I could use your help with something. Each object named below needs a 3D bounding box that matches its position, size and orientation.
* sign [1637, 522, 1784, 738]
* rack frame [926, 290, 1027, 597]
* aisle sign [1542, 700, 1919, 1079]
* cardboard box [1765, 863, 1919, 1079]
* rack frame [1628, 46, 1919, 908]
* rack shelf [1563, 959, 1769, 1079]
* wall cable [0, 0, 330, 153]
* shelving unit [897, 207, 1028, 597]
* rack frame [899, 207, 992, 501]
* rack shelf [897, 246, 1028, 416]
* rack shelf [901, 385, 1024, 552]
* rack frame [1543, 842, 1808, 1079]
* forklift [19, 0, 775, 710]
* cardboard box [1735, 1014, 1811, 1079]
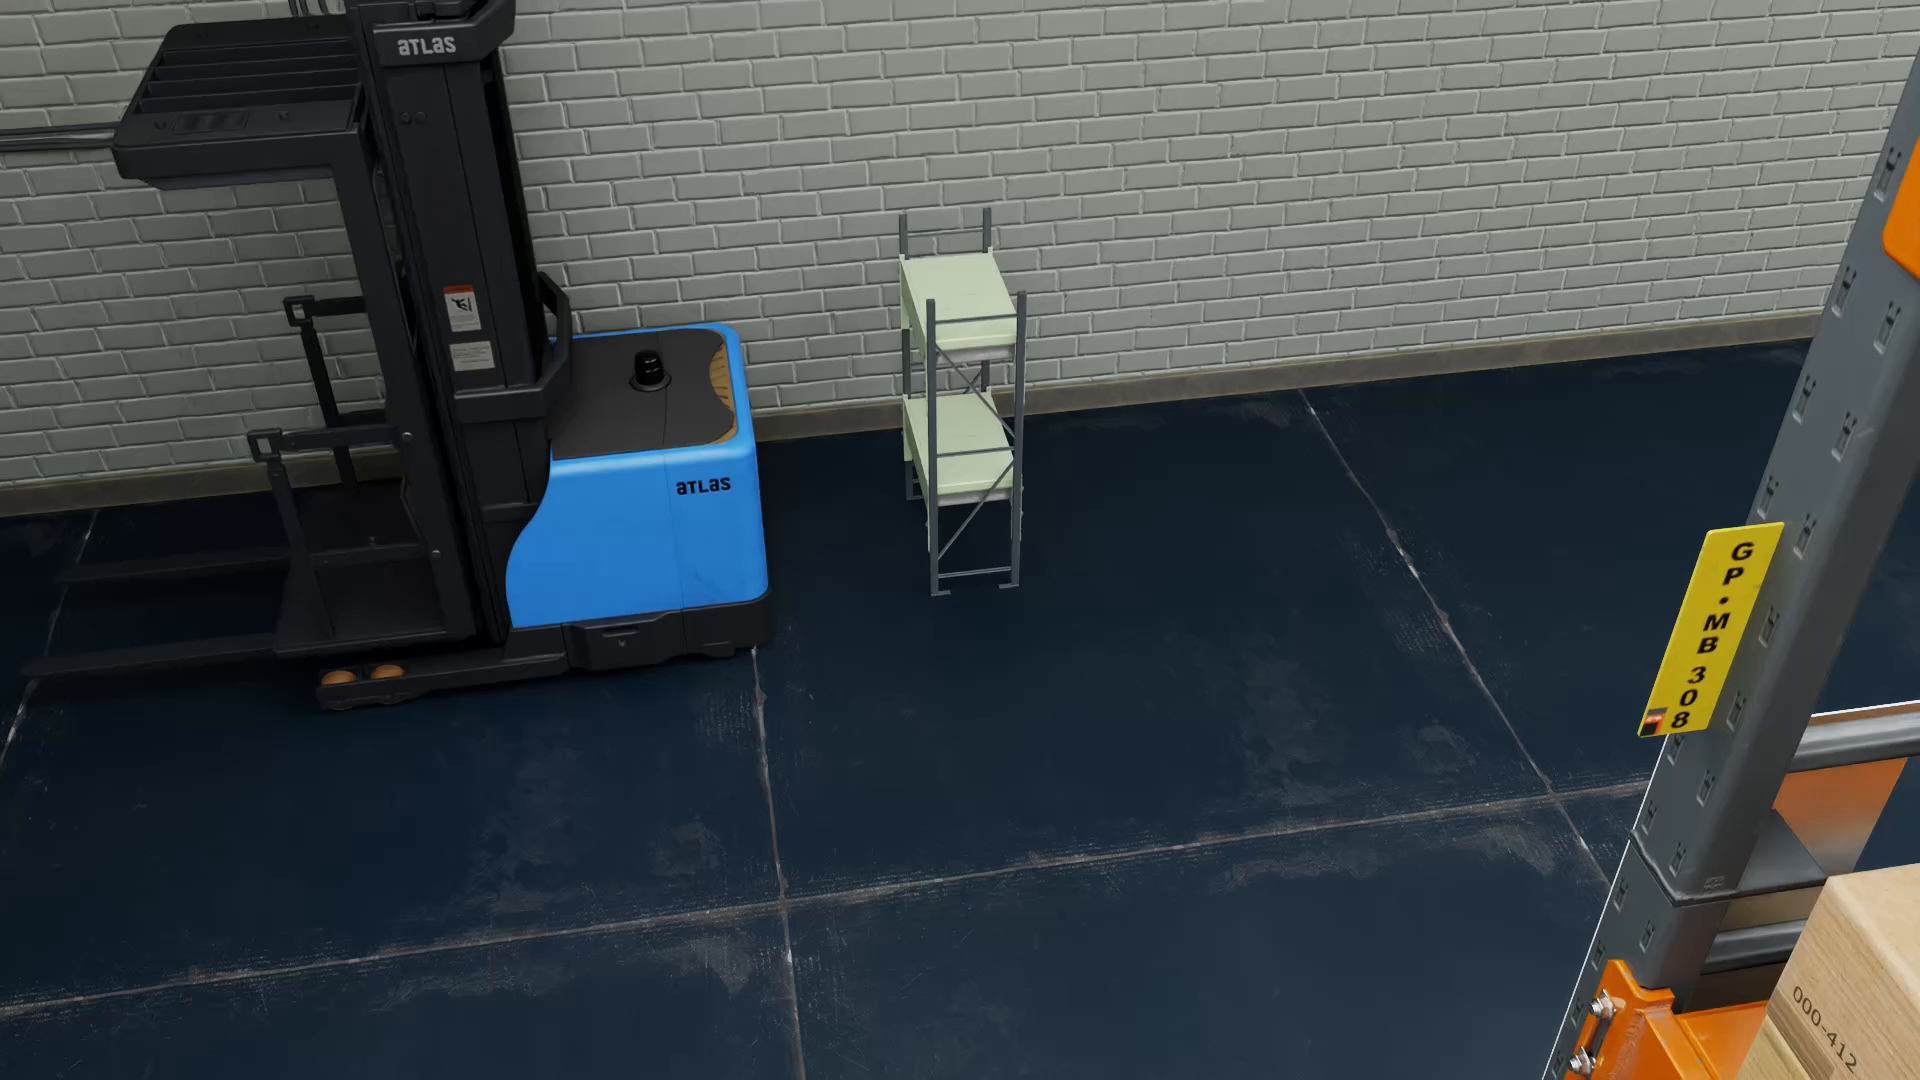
[{"bbox_3d":[0.902,0.114,2.001,0.100,0.325,0.005,-6,38,-8],"label":"sign"},{"bbox_3d":[0.065,-0.367,7.000,0.400,1.500,0.023,-6,38,-8],"label":"rack frame"},{"bbox_3d":[1.136,0.549,2.480,0.394,0.787,0.004,-6,38,-8],"label":"aisle sign"},{"bbox_3d":[1.270,0.601,1.802,0.500,0.250,0.500,-6,38,-8],"label":"cardboard box"},{"bbox_3d":[1.437,-0.784,1.424,1.000,3.000,0.127,-6,38,-8],"label":"rack frame"},{"bbox_3d":[1.787,1.893,1.010,1.077,0.370,4.000,-6,38,-8],"label":"rack shelf"},{"bbox_3d":[-4.079,-2.477,6.135,3.097,2.526,0.112,-6,38,-8],"label":"wall cable"},{"bbox_3d":[0.001,-0.588,7.285,0.431,1.500,0.755,-6,38,-8],"label":"shelving unit"},{"bbox_3d":[-0.063,-0.809,7.569,0.400,1.500,0.023,-6,38,-8],"label":"rack frame"},{"bbox_3d":[0.001,-0.896,7.045,0.431,0.370,0.720,-6,38,-8],"label":"rack shelf"},{"bbox_3d":[0.001,-0.331,7.485,0.431,0.370,0.720,-6,38,-8],"label":"rack shelf"},{"bbox_3d":[1.437,1.585,3.265,1.000,3.000,0.127,-6,38,-8],"label":"rack frame"},{"bbox_3d":[-2.360,-0.809,6.403,3.031,2.935,1.130,-6,38,-8],"label":"forklift"},{"bbox_3d":[1.276,0.797,1.956,0.500,0.250,0.500,-6,38,-8],"label":"cardboard box"}]
